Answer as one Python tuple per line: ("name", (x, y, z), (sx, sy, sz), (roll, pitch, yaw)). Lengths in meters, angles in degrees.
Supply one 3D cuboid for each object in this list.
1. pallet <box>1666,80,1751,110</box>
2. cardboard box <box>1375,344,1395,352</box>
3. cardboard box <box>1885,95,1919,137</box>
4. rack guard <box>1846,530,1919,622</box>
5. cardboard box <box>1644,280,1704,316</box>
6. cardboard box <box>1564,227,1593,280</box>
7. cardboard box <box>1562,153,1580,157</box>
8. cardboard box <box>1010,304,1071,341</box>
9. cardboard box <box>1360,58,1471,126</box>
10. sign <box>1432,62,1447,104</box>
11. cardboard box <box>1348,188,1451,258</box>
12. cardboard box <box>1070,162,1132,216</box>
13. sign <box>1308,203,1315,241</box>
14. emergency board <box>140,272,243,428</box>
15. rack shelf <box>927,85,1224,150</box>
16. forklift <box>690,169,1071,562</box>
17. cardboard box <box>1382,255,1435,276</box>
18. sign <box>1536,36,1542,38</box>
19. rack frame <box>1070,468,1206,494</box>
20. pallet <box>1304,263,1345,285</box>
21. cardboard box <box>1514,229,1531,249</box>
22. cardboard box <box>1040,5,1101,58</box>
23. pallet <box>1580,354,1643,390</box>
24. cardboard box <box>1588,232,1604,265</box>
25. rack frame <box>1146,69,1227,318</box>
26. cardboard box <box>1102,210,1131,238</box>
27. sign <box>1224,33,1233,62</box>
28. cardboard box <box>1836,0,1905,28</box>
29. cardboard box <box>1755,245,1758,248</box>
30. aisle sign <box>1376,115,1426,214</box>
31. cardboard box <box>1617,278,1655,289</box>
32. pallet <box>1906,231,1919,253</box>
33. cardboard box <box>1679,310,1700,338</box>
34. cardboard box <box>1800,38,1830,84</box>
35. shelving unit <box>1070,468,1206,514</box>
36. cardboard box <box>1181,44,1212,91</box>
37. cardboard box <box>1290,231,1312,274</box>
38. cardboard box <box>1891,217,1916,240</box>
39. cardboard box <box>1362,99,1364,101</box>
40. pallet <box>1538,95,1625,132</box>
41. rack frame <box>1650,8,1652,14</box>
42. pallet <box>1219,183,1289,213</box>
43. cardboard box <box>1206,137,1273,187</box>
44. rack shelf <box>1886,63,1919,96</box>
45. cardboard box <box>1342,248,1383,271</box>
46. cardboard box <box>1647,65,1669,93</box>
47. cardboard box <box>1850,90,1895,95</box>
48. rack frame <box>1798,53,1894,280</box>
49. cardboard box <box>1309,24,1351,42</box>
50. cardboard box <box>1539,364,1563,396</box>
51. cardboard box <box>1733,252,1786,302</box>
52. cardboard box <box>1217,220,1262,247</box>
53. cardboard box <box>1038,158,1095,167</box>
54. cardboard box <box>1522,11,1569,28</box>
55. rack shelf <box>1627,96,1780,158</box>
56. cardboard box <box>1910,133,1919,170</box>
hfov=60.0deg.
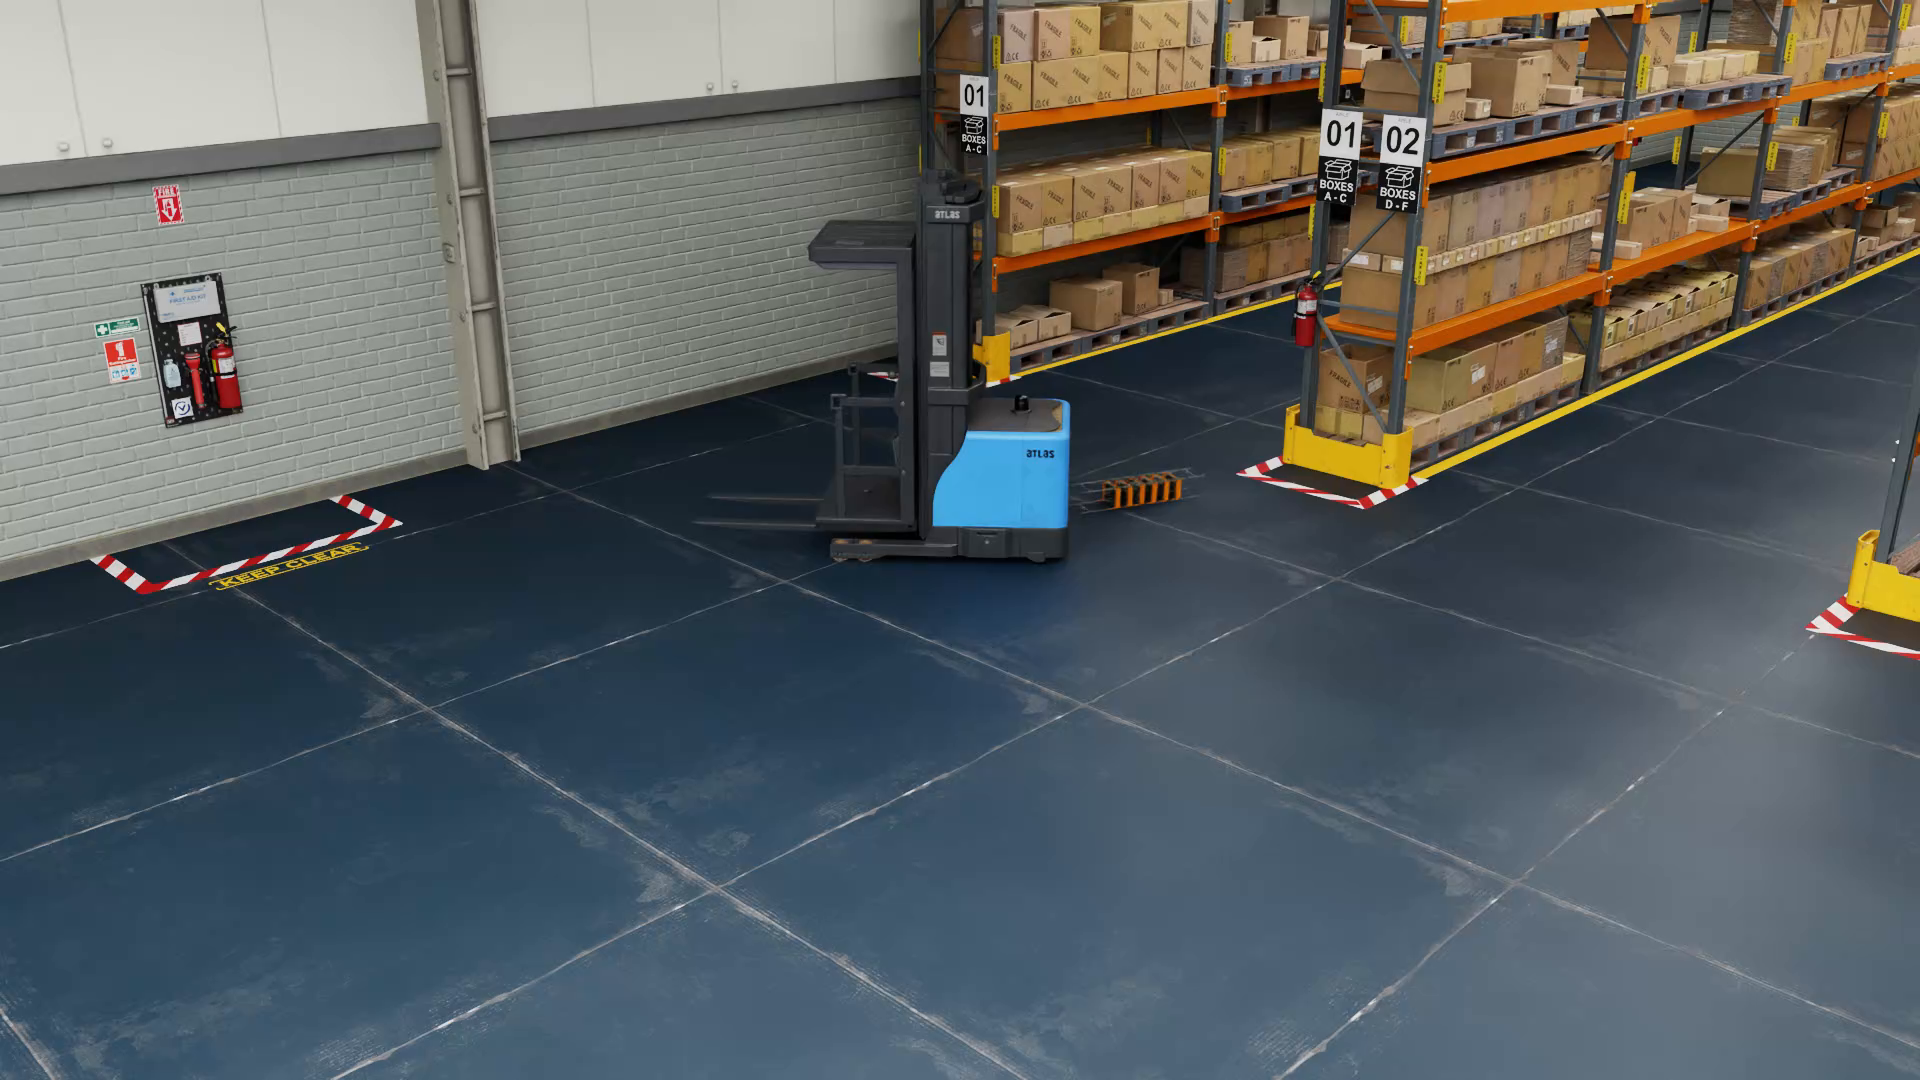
("pallet", (7.925, -4.921, 18.278), (1.213, 0.211, 1.003), (-19, 28, -40))
("cardboard box", (4.380, -1.773, 16.208), (0.500, 0.500, 0.500), (19, 28, 41))
("cardboard box", (13.152, -5.951, 23.343), (0.500, 0.500, 0.500), (18, 28, 39))
("rack guard", (7.098, 0.339, 11.996), (1.175, 0.500, 0.348), (19, 28, 41))
("cardboard box", (8.212, -2.807, 19.163), (0.500, 0.311, 0.500), (19, 28, 40))
("cardboard box", (6.017, -2.996, 17.050), (0.700, 0.500, 0.500), (18, 28, 39))
("cardboard box", (10.316, -6.468, 28.215), (0.380, 0.149, 0.250), (19, 28, 41))
("cardboard box", (0.925, -2.528, 19.106), (0.500, 0.311, 0.500), (-17, 27, -38))
("cardboard box", (3.936, -3.894, 14.418), (0.637, 0.503, 0.797), (-18, 27, -38))
("sign", (3.925, -3.742, 13.619), (0.100, 0.325, 0.005), (19, 28, 41))
("cardboard box", (3.904, -2.820, 14.782), (0.700, 0.500, 0.500), (19, 28, 41))
("cardboard box", (1.597, -4.004, 18.948), (0.500, 0.500, 0.500), (-19, 28, -40))
("sign", (3.153, -2.828, 14.806), (0.100, 0.325, 0.005), (19, 28, 41))
("emergency board", (-6.088, -1.504, 13.308), (0.194, 1.169, 0.643), (19, 28, 41))
("rack shelf", (1.375, -4.854, 18.845), (1.077, 0.370, 4.000), (19, 28, 41))
("forklift", (-0.629, -1.383, 13.089), (3.031, 2.935, 1.130), (1, 21, 4))
("cardboard box", (3.960, -2.434, 14.682), (0.380, 0.149, 0.250), (19, 28, 40))
("sign", (5.927, -4.987, 17.028), (0.100, 0.325, 0.005), (19, 28, 41))
("rack frame", (1.546, -0.518, 14.393), (1.200, 0.006, 0.240), (-9, 23, -22))
("pallet", (5.015, -3.830, 23.246), (1.003, 0.211, 1.213), (19, 28, 41))
("cardboard box", (5.216, -2.896, 15.885), (0.250, 0.149, 0.380), (-19, 28, -40))
("cardboard box", (1.159, -5.488, 17.930), (0.500, 0.500, 0.500), (-19, 28, -41))
("pallet", (6.808, -1.963, 18.387), (1.003, 0.211, 1.213), (19, 28, 41))
("cardboard box", (6.635, -3.133, 17.754), (0.500, 0.250, 0.500), (-18, 27, -39))
("rack frame", (2.771, -4.304, 20.592), (1.000, 3.000, 0.127), (19, 28, 41))
("cardboard box", (1.614, -3.657, 19.090), (0.500, 0.250, 0.500), (20, 28, 41))
("sign", (3.165, -5.812, 19.613), (0.100, 0.325, 0.005), (19, 28, 41))
("cardboard box", (12.215, -7.170, 22.334), (0.700, 0.500, 0.500), (19, 28, 41))
("cardboard box", (9.958, -3.564, 21.538), (0.500, 0.500, 0.500), (18, 27, 39))
("aisle sign", (3.706, -3.157, 13.984), (0.394, 0.787, 0.004), (19, 28, 41))
("cardboard box", (7.819, -2.939, 19.506), (0.500, 0.311, 0.500), (18, 28, 39))
("pallet", (14.085, -4.624, 25.310), (1.003, 0.211, 1.213), (19, 28, 41))
("cardboard box", (8.211, -2.548, 19.270), (0.500, 0.250, 0.500), (-19, 28, -41))
("cardboard box", (10.112, -5.926, 20.491), (0.910, 0.500, 0.500), (19, 28, 41))
("shelving unit", (1.545, -0.432, 14.426), (1.200, 0.189, 0.258), (-9, 23, -22))
("cardboard box", (2.594, -5.568, 19.532), (0.500, 0.500, 0.500), (-19, 28, -41))
("cardboard box", (4.327, -3.935, 22.502), (0.700, 0.500, 0.500), (19, 28, 40))
("cardboard box", (13.807, -4.634, 24.669), (0.500, 0.250, 0.500), (19, 28, 41))
("cardboard box", (6.055, -6.191, 23.874), (0.500, 0.250, 0.500), (18, 27, 39))
("pallet", (5.746, -4.198, 16.259), (1.003, 0.211, 1.213), (19, 28, 41))
("rack frame", (11.142, -10.189, 27.541), (1.000, 3.000, 0.127), (19, 28, 41))
("pallet", (3.408, -4.375, 21.043), (1.003, 0.211, 1.213), (19, 28, 41))
("cardboard box", (3.545, -4.820, 21.182), (0.500, 0.500, 0.700), (-17, 27, -37))
("rack shelf", (13.298, -6.700, 23.648), (1.077, 0.370, 4.000), (19, 28, 41))
("cardboard box", (3.662, -2.533, 14.939), (0.380, 0.149, 0.250), (19, 28, 40))
("cardboard box", (7.140, -4.889, 17.557), (0.500, 0.250, 0.500), (16, 26, 36))
("cardboard box", (13.130, -6.221, 24.046), (0.500, 0.500, 0.500), (19, 28, 40))
("rack frame", (11.903, -5.122, 22.719), (1.000, 3.000, 0.127), (19, 28, 41))
("cardboard box", (4.894, -6.661, 22.376), (0.500, 0.500, 0.500), (19, 28, 41))
("cardboard box", (5.800, -1.678, 17.006), (0.500, 0.250, 0.500), (19, 28, 41))
("cardboard box", (9.996, -3.314, 20.886), (0.500, 0.500, 0.500), (18, 27, 39))
("cardboard box", (3.577, -4.000, 21.627), (0.500, 0.250, 0.500), (19, 28, 40))
("cardboard box", (1.224, -4.130, 19.275), (0.500, 0.500, 0.500), (-20, 29, -41))
("cardboard box", (9.022, -8.045, 25.628), (0.500, 0.250, 0.500), (19, 28, 40))
("rack shelf", (7.718, -4.644, 18.297), (1.077, 0.370, 4.000), (19, 28, 41))
("cardboard box", (13.513, -5.623, 23.883), (0.500, 0.500, 0.500), (19, 28, 40))
